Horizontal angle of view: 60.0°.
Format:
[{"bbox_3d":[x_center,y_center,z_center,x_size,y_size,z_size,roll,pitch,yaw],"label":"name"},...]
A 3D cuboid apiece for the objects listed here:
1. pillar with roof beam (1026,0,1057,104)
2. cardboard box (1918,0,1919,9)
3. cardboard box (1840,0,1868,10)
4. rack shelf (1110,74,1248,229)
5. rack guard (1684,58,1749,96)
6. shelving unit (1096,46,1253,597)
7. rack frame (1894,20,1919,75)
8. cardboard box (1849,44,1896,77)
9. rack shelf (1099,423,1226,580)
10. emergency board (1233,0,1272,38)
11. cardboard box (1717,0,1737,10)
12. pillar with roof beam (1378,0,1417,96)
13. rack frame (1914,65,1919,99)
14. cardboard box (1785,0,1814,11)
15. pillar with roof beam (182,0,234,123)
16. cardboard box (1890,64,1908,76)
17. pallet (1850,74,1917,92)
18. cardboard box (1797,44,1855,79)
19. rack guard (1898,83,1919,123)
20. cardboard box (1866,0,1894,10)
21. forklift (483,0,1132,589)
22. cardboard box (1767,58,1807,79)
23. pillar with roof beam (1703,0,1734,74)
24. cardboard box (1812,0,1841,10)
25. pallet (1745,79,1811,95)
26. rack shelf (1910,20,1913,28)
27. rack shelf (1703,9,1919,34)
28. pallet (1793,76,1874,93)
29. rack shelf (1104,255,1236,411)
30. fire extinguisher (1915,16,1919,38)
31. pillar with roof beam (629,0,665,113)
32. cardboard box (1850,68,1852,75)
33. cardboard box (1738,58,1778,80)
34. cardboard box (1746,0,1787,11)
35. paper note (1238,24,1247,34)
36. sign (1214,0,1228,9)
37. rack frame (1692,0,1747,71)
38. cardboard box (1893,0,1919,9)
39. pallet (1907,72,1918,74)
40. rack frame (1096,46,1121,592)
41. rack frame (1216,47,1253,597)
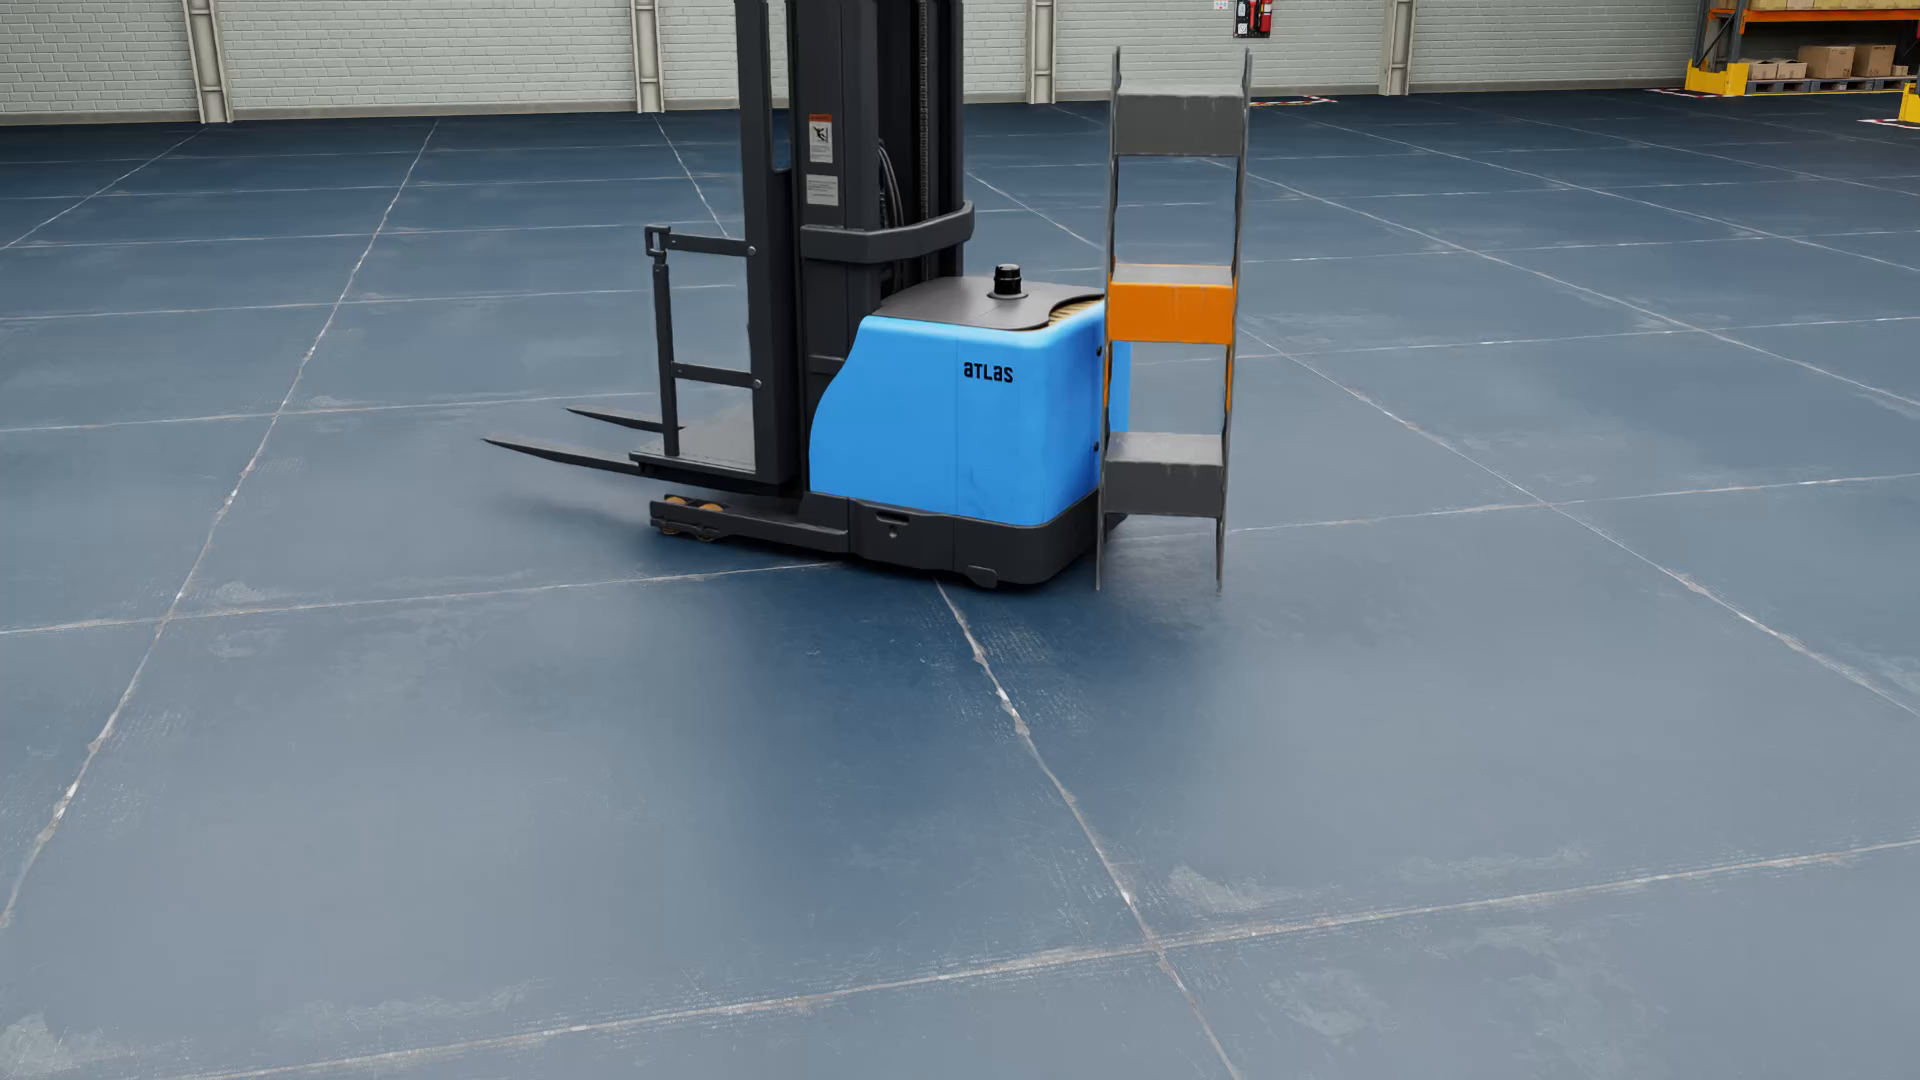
[{"bbox_3d":[2.244,-9.611,20.469,0.400,9.000,9.100,-5,21,-12],"label":"pillar with roof beam"},{"bbox_3d":[15.951,-8.956,27.593,0.500,0.250,0.500,-5,21,-12],"label":"cardboard box"},{"bbox_3d":[14.489,-8.835,27.260,0.500,0.250,0.500,-4,21,-12],"label":"cardboard box"},{"bbox_3d":[0.827,-1.479,6.304,0.480,0.518,0.431,3,20,7],"label":"rack shelf"},{"bbox_3d":[12.523,-7.672,27.532,0.348,0.500,1.175,-5,21,-12],"label":"rack guard"},{"bbox_3d":[0.827,-0.834,6.540,0.503,2.100,0.431,3,20,7],"label":"shelving unit"},{"bbox_3d":[16.342,-9.156,27.950,0.127,3.000,1.000,-5,21,-12],"label":"rack frame"},{"bbox_3d":[15.341,-8.094,28.043,0.500,0.500,0.500,-6,21,-17],"label":"cardboard box"},{"bbox_3d":[0.827,-0.164,6.785,0.480,0.518,0.431,3,20,7],"label":"rack shelf"},{"bbox_3d":[4.679,-8.527,26.232,0.643,1.169,0.194,-5,21,-12],"label":"emergency board"},{"bbox_3d":[12.859,-8.881,27.386,0.500,0.250,0.500,-4,21,-12],"label":"cardboard box"},{"bbox_3d":[8.083,-10.086,21.765,0.400,9.000,9.100,-5,21,-12],"label":"pillar with roof beam"},{"bbox_3d":[13.593,-7.182,22.560,0.127,3.000,1.000,-5,21,-12],"label":"rack frame"},{"bbox_3d":[13.499,-8.757,27.049,0.500,0.250,0.500,-5,21,-14],"label":"cardboard box"},{"bbox_3d":[-9.434,-8.661,17.876,0.400,9.000,9.100,-5,21,-12],"label":"pillar with roof beam"},{"bbox_3d":[15.828,-7.980,28.219,0.250,0.166,0.380,-7,21,-20],"label":"cardboard box"},{"bbox_3d":[15.696,-7.782,28.252,1.213,0.211,1.003,-5,21,-12],"label":"pallet"},{"bbox_3d":[14.423,-7.984,27.743,0.500,0.500,0.700,-6,21,-16],"label":"cardboard box"},{"bbox_3d":[13.569,-6.006,22.985,0.348,0.500,1.175,-5,21,-12],"label":"rack guard"},{"bbox_3d":[14.978,-8.875,27.370,0.500,0.250,0.500,-5,21,-13],"label":"cardboard box"},{"bbox_3d":[-0.798,-1.517,7.196,3.031,2.935,1.130,10,22,25],"label":"forklift"},{"bbox_3d":[13.698,-7.854,27.663,0.500,0.311,0.500,-3,20,-8],"label":"cardboard box"},{"bbox_3d":[13.922,-10.561,23.062,0.400,9.000,9.100,-5,21,-12],"label":"pillar with roof beam"},{"bbox_3d":[13.996,-8.795,27.153,0.500,0.250,0.500,-5,21,-13],"label":"cardboard box"},{"bbox_3d":[13.322,-7.589,27.725,1.213,0.211,1.003,-5,21,-12],"label":"pallet"},{"bbox_3d":[18.288,-8.977,28.506,4.000,0.370,1.077,-5,21,-12],"label":"rack shelf"},{"bbox_3d":[14.396,-8.660,27.642,4.000,0.370,1.077,-5,21,-12],"label":"rack shelf"},{"bbox_3d":[14.507,-7.684,27.985,1.213,0.211,1.003,-5,21,-12],"label":"pallet"},{"bbox_3d":[0.827,-0.822,6.544,0.480,0.518,0.431,3,20,7],"label":"rack shelf"},{"bbox_3d":[13.371,-7.292,22.972,0.183,0.674,0.296,-5,21,-12],"label":"fire extinguisher"},{"bbox_3d":[-3.595,-9.136,19.172,0.400,9.000,9.100,-5,21,-12],"label":"pillar with roof beam"},{"bbox_3d":[14.781,-7.905,28.037,0.250,0.149,0.380,-6,21,-17],"label":"cardboard box"},{"bbox_3d":[13.143,-7.809,27.540,0.500,0.311,0.500,-7,21,-19],"label":"cardboard box"},{"bbox_3d":[12.997,-8.711,26.923,0.500,0.250,0.500,-5,21,-14],"label":"cardboard box"},{"bbox_3d":[4.491,-8.123,26.408,0.142,0.148,0.016,-5,21,-12],"label":"paper note"},{"bbox_3d":[4.117,-8.535,26.200,0.234,0.329,0.001,-5,21,-12],"label":"sign"},{"bbox_3d":[12.449,-8.840,27.086,0.127,3.000,1.000,-5,21,-12],"label":"rack frame"},{"bbox_3d":[15.464,-8.920,27.493,0.500,0.250,0.500,-5,21,-12],"label":"cardboard box"},{"bbox_3d":[17.099,-7.909,28.599,1.213,0.211,1.003,-5,21,-12],"label":"pallet"},{"bbox_3d":[0.585,-0.845,6.570,0.015,2.100,0.400,3,20,7],"label":"rack frame"},{"bbox_3d":[1.068,-0.823,6.510,0.015,2.100,0.400,3,20,7],"label":"rack frame"}]
